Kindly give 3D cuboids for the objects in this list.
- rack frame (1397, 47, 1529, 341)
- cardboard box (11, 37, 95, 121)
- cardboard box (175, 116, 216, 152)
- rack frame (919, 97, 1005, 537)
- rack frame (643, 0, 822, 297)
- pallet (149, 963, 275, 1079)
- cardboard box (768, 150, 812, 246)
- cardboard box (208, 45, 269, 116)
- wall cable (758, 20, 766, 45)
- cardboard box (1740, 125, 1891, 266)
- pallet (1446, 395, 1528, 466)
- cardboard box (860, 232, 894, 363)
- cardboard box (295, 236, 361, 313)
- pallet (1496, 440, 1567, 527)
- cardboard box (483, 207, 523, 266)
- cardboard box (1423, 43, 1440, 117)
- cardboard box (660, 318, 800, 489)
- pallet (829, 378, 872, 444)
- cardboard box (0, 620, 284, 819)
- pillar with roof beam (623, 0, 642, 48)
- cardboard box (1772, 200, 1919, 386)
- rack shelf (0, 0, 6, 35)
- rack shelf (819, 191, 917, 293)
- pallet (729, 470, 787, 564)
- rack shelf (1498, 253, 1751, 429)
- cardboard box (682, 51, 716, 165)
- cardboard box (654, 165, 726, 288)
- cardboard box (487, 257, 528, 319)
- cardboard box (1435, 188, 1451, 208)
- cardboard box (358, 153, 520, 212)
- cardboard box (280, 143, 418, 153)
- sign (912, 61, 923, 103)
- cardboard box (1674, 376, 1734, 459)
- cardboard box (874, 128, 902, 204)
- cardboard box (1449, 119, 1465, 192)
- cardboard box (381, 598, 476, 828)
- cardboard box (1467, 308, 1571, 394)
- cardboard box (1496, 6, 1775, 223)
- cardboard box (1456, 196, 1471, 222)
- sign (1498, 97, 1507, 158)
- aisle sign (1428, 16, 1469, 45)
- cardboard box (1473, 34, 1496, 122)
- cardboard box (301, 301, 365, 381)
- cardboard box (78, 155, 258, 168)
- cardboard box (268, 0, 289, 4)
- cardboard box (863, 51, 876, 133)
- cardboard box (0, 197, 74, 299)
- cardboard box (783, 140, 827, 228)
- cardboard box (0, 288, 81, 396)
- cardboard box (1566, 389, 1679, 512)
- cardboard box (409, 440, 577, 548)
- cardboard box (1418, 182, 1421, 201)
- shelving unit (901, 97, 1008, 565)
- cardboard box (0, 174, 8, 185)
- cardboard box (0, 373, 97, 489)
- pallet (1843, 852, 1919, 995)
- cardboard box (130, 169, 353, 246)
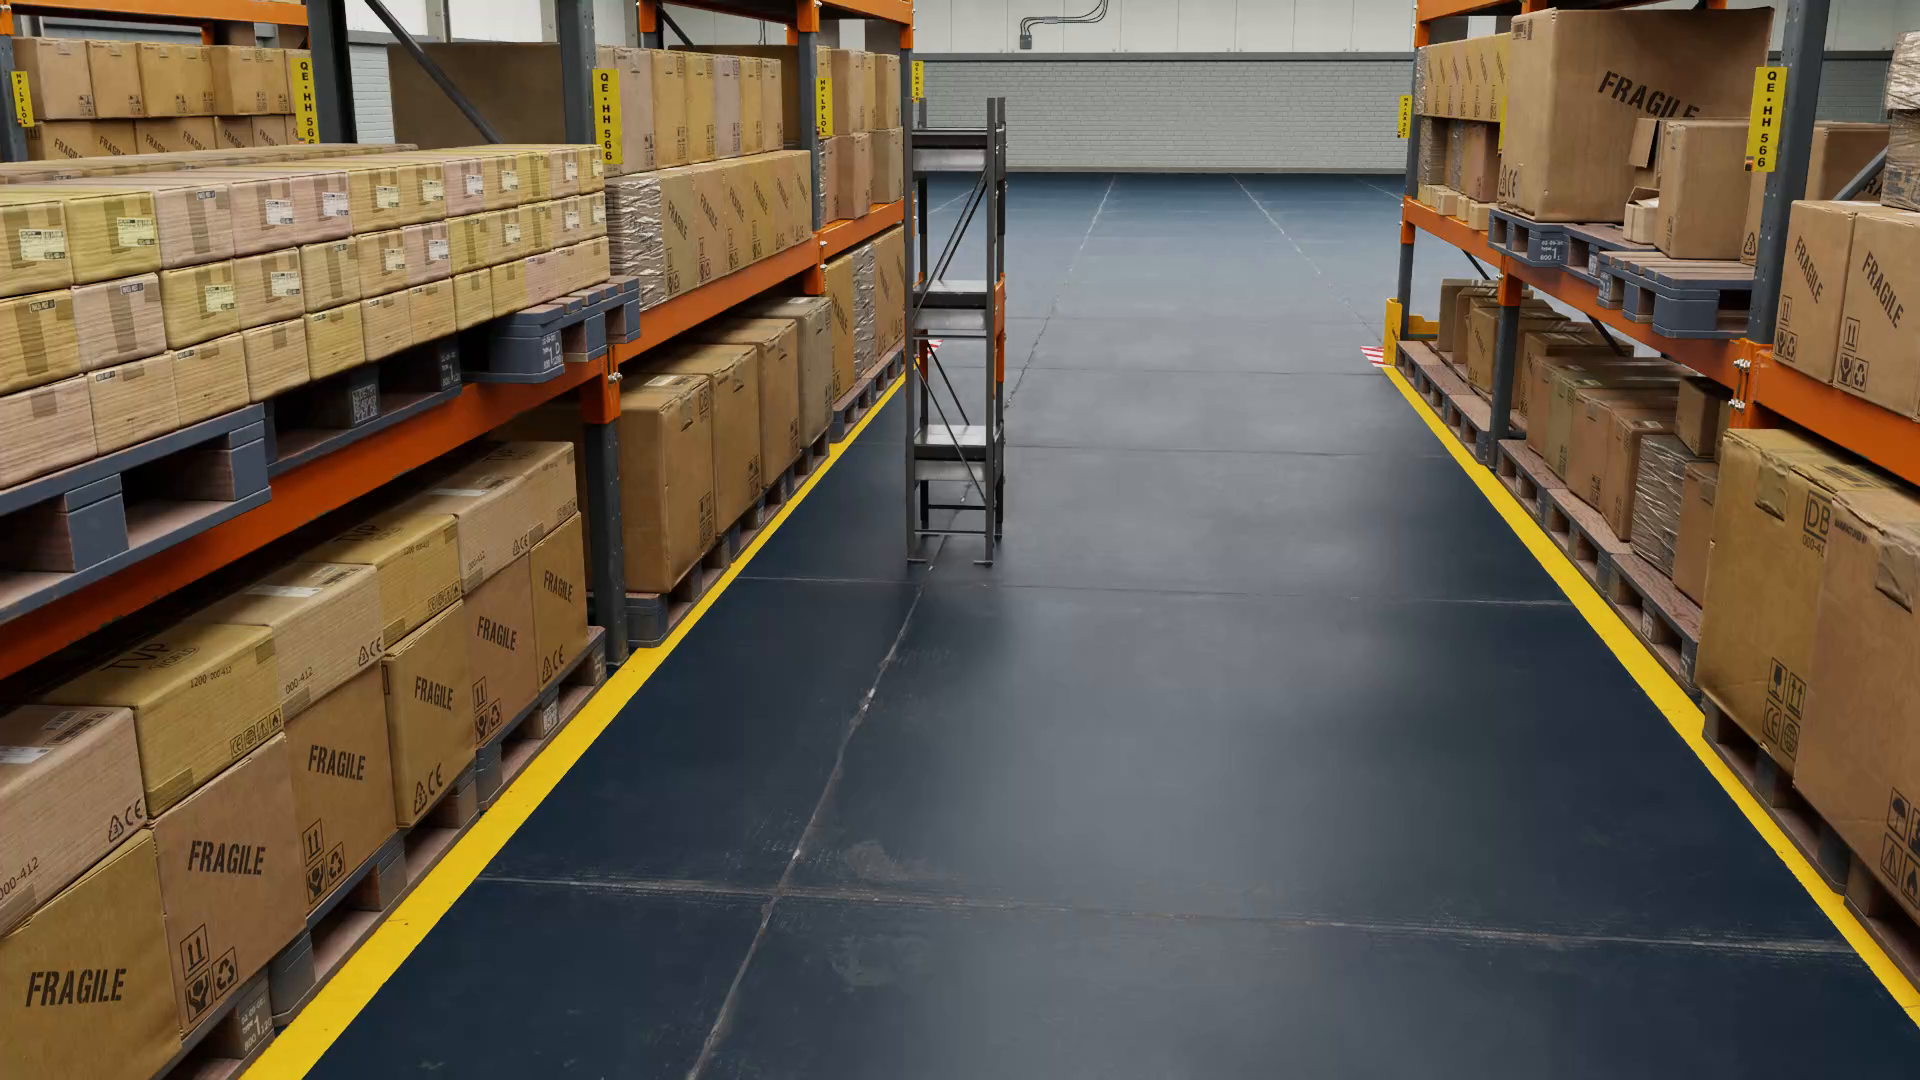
[{"bbox_3d":[4.032,-2.889,13.101,1.000,3.000,0.127,2,15,6],"label":"rack frame"},{"bbox_3d":[-6.001,-2.926,10.560,0.700,0.500,0.500,2,15,6],"label":"cardboard box"},{"bbox_3d":[-5.799,-2.834,12.134,0.500,0.500,0.500,2,15,7],"label":"cardboard box"},{"bbox_3d":[0.009,-1.034,7.963,0.400,2.100,0.015,2,15,6],"label":"rack frame"},{"bbox_3d":[-1.336,-2.024,9.901,1.000,3.000,0.127,2,15,6],"label":"rack frame"},{"bbox_3d":[-2.153,1.195,3.339,1.003,0.211,1.213,2,15,6],"label":"pallet"},{"bbox_3d":[-1.130,-1.929,9.359,0.500,0.500,0.500,2,15,6],"label":"cardboard box"},{"bbox_3d":[-5.675,-3.450,12.499,0.700,0.500,0.500,2,15,6],"label":"cardboard box"},{"bbox_3d":[-6.690,-13.075,45.227,3.097,2.526,0.112,2,15,6],"label":"wall cable"},{"bbox_3d":[3.150,-1.207,5.882,0.500,0.500,0.500,0,15,-1],"label":"cardboard box"},{"bbox_3d":[3.621,-0.681,10.276,1.003,0.211,1.213,2,15,6],"label":"pallet"},{"bbox_3d":[-0.993,-1.833,12.459,0.875,0.875,0.875,1,15,5],"label":"cardboard box"},{"bbox_3d":[-1.594,-0.603,3.754,0.380,0.149,0.250,1,15,5],"label":"cardboard box"},{"bbox_3d":[3.494,-0.304,8.881,1.003,0.211,1.213,2,15,6],"label":"pallet"},{"bbox_3d":[-1.475,-0.868,4.732,0.380,0.149,0.250,2,15,6],"label":"cardboard box"},{"bbox_3d":[3.636,-3.300,11.942,0.500,0.500,0.500,2,15,6],"label":"cardboard box"},{"bbox_3d":[-1.430,-0.727,8.610,1.050,0.750,0.750,2,15,6],"label":"cardboard box"},{"bbox_3d":[-1.173,-0.873,10.986,1.003,0.211,1.213,2,15,6],"label":"pallet"},{"bbox_3d":[-1.835,0.371,3.593,0.500,0.250,0.500,2,15,8],"label":"cardboard box"},{"bbox_3d":[-4.059,-13.722,41.671,9.100,9.000,0.400,2,15,6],"label":"pillar with roof beam"},{"bbox_3d":[2.804,-0.745,4.978,0.500,0.500,0.500,2,15,8],"label":"cardboard box"},{"bbox_3d":[-6.492,-2.726,8.128,1.077,0.370,4.000,2,15,6],"label":"rack shelf"},{"bbox_3d":[-1.111,-2.196,11.914,1.077,0.370,4.000,2,15,6],"label":"rack shelf"},{"bbox_3d":[-1.484,-0.158,8.344,1.003,0.211,1.213,2,15,6],"label":"pallet"},{"bbox_3d":[3.355,-0.986,7.440,1.077,0.370,4.000,2,15,6],"label":"rack shelf"},{"bbox_3d":[-1.558,-2.031,7.819,0.700,0.500,0.500,2,15,6],"label":"cardboard box"},{"bbox_3d":[-1.357,-1.406,7.425,0.500,0.500,0.500,2,15,6],"label":"cardboard box"},{"bbox_3d":[-1.477,-0.731,4.796,0.380,0.149,0.250,1,15,6],"label":"cardboard box"},{"bbox_3d":[3.630,-2.442,11.929,0.380,0.149,0.250,2,15,6],"label":"cardboard box"},{"bbox_3d":[-1.474,-1.012,4.697,0.380,0.149,0.250,2,15,8],"label":"cardboard box"},{"bbox_3d":[-2.033,-1.240,5.539,0.380,0.149,0.250,2,15,6],"label":"cardboard box"},{"bbox_3d":[-0.347,-3.715,13.484,0.100,0.325,0.005,2,15,6],"label":"sign"},{"bbox_3d":[3.225,-0.495,6.754,0.500,0.250,0.500,3,16,13],"label":"cardboard box"},{"bbox_3d":[-0.922,-2.893,12.828,0.875,0.550,0.550,2,15,6],"label":"cardboard box"},{"bbox_3d":[3.906,-2.678,11.557,0.875,0.500,0.500,2,15,6],"label":"cardboard box"},{"bbox_3d":[-1.708,0.468,4.670,0.500,0.500,0.500,1,15,4],"label":"cardboard box"},{"bbox_3d":[3.715,-1.263,11.069,0.500,0.500,0.500,0,15,1],"label":"cardboard box"},{"bbox_3d":[3.352,-2.142,8.384,1.000,1.000,1.000,2,15,7],"label":"cardboard box"},{"bbox_3d":[3.497,-2.184,10.972,0.380,0.149,0.250,2,15,6],"label":"cardboard box"},{"bbox_3d":[3.041,-2.284,9.203,0.100,0.325,0.005,2,15,6],"label":"sign"},{"bbox_3d":[3.741,-4.169,12.854,0.394,0.787,0.004,2,15,6],"label":"aisle sign"},{"bbox_3d":[3.413,-2.781,10.023,0.500,0.500,0.500,2,15,6],"label":"cardboard box"},{"bbox_3d":[-1.595,-0.458,3.787,0.380,0.149,0.250,1,15,5],"label":"cardboard box"},{"bbox_3d":[-2.151,-0.969,4.536,0.380,0.149,0.250,2,15,9],"label":"cardboard box"},{"bbox_3d":[-5.573,-4.342,13.207,0.380,0.149,0.250,2,15,7],"label":"cardboard box"},{"bbox_3d":[-1.064,-3.132,11.643,0.875,0.550,0.500,2,15,6],"label":"cardboard box"},{"bbox_3d":[-1.712,-0.479,2.724,0.380,0.149,0.250,2,15,8],"label":"cardboard box"},{"bbox_3d":[-1.307,-2.193,10.237,0.875,0.550,0.550,2,15,6],"label":"cardboard box"},{"bbox_3d":[-1.710,-0.330,2.744,0.380,0.149,0.250,1,15,5],"label":"cardboard box"},{"bbox_3d":[3.355,-0.431,7.954,0.700,0.500,0.500,0,15,1],"label":"cardboard box"},{"bbox_3d":[-1.604,-0.160,5.554,0.500,0.250,0.500,1,15,5],"label":"cardboard box"},{"bbox_3d":[3.763,-2.701,12.886,0.380,0.149,0.250,2,15,6],"label":"cardboard box"},{"bbox_3d":[-0.019,-0.971,7.729,0.431,2.100,0.503,2,15,6],"label":"shelving unit"},{"bbox_3d":[-2.266,-0.696,3.527,0.380,0.149,0.250,1,15,4],"label":"cardboard box"},{"bbox_3d":[-1.712,-0.191,2.800,0.380,0.149,0.250,2,15,7],"label":"cardboard box"},{"bbox_3d":[2.825,1.049,3.877,1.003,0.211,1.213,2,15,6],"label":"pallet"},{"bbox_3d":[-1.593,-0.742,3.696,0.380,0.149,0.250,2,15,8],"label":"cardboard box"}]
